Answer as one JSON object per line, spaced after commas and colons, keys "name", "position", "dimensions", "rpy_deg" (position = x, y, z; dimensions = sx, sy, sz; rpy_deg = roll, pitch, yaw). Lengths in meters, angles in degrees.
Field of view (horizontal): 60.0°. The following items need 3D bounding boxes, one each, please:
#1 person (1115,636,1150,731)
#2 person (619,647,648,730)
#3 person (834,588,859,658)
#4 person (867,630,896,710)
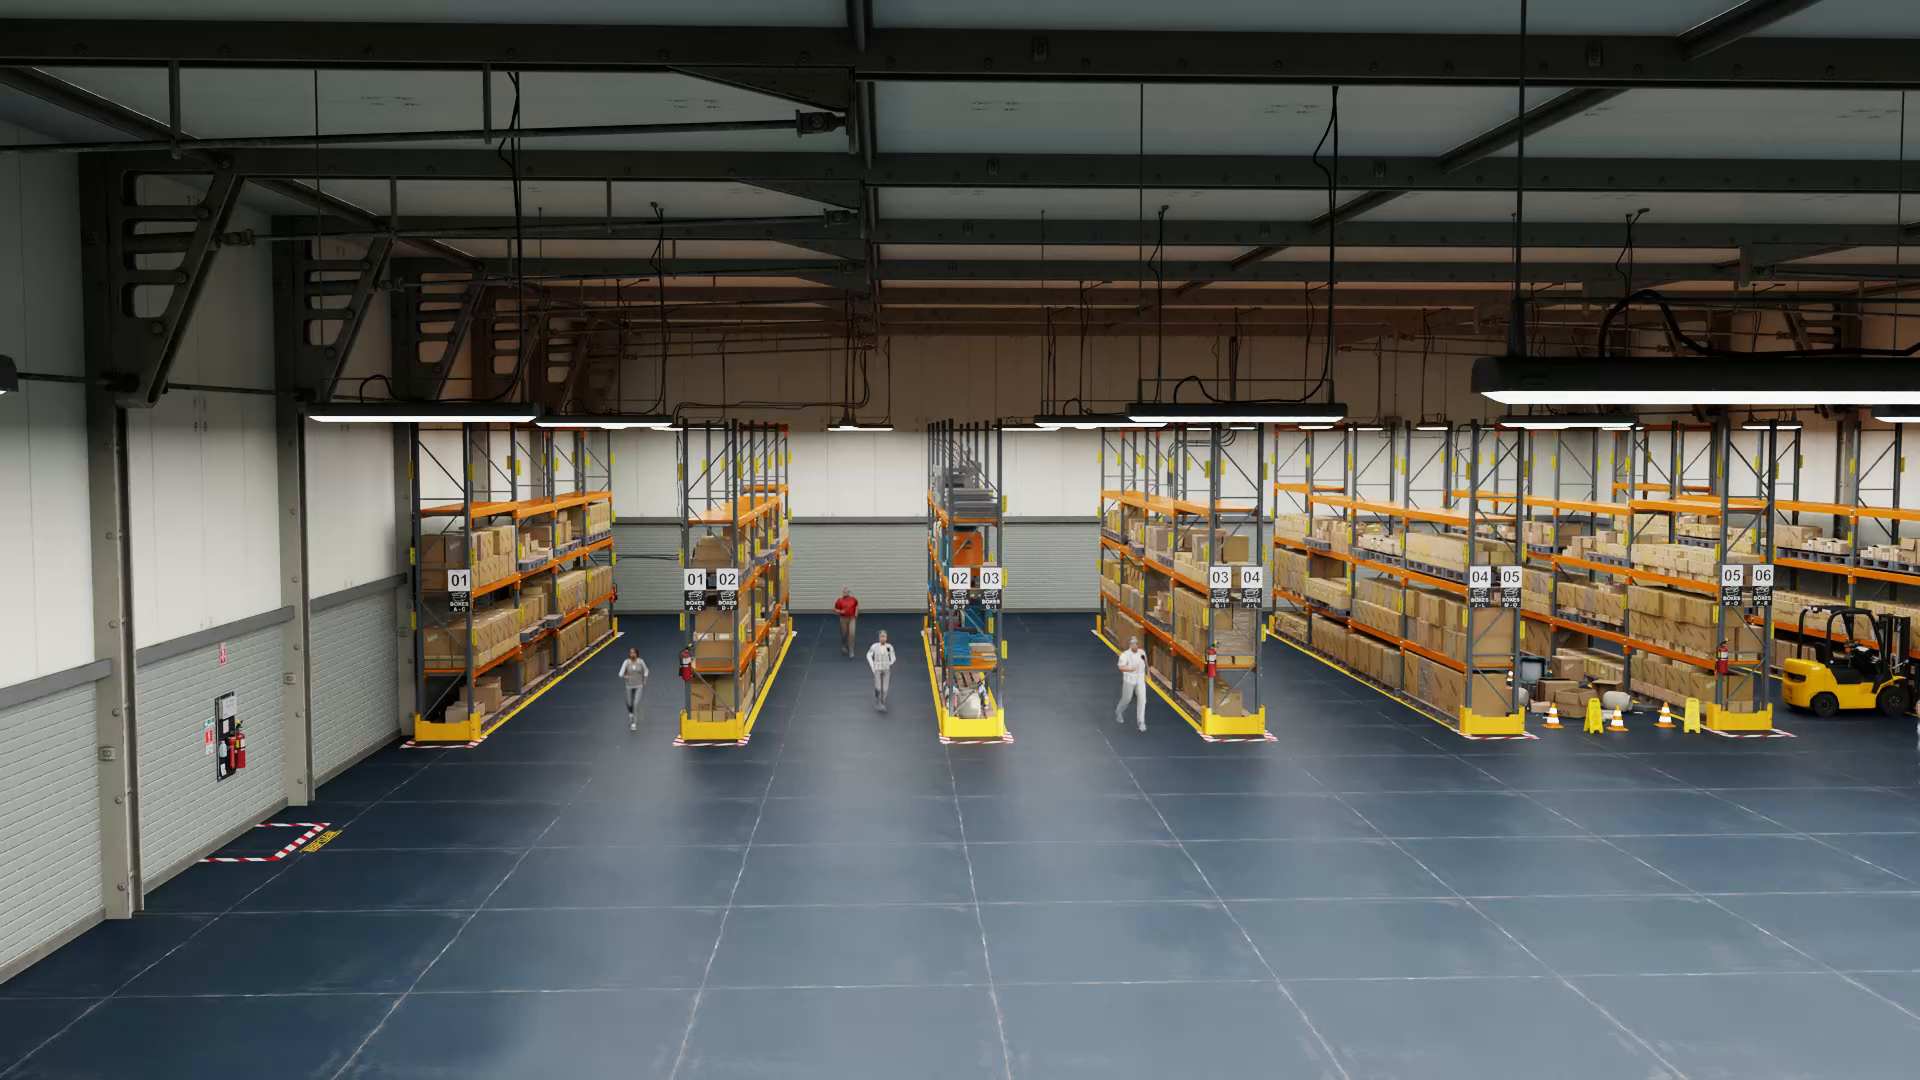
{"name": "person", "position": [3.373, 2.749, 32.419], "dimensions": [0.671, 1.793, 0.964], "rpy_deg": [-1, 4, -13]}
{"name": "person", "position": [-6.327, 2.860, 32.264], "dimensions": [0.557, 1.573, 0.767], "rpy_deg": [-1, 4, -10]}
{"name": "person", "position": [-2.910, 2.112, 42.859], "dimensions": [0.660, 1.753, 0.947], "rpy_deg": [-1, 4, -11]}
{"name": "person", "position": [-1.615, 2.692, 34.317], "dimensions": [0.596, 1.676, 0.467], "rpy_deg": [-1, 4, -8]}
